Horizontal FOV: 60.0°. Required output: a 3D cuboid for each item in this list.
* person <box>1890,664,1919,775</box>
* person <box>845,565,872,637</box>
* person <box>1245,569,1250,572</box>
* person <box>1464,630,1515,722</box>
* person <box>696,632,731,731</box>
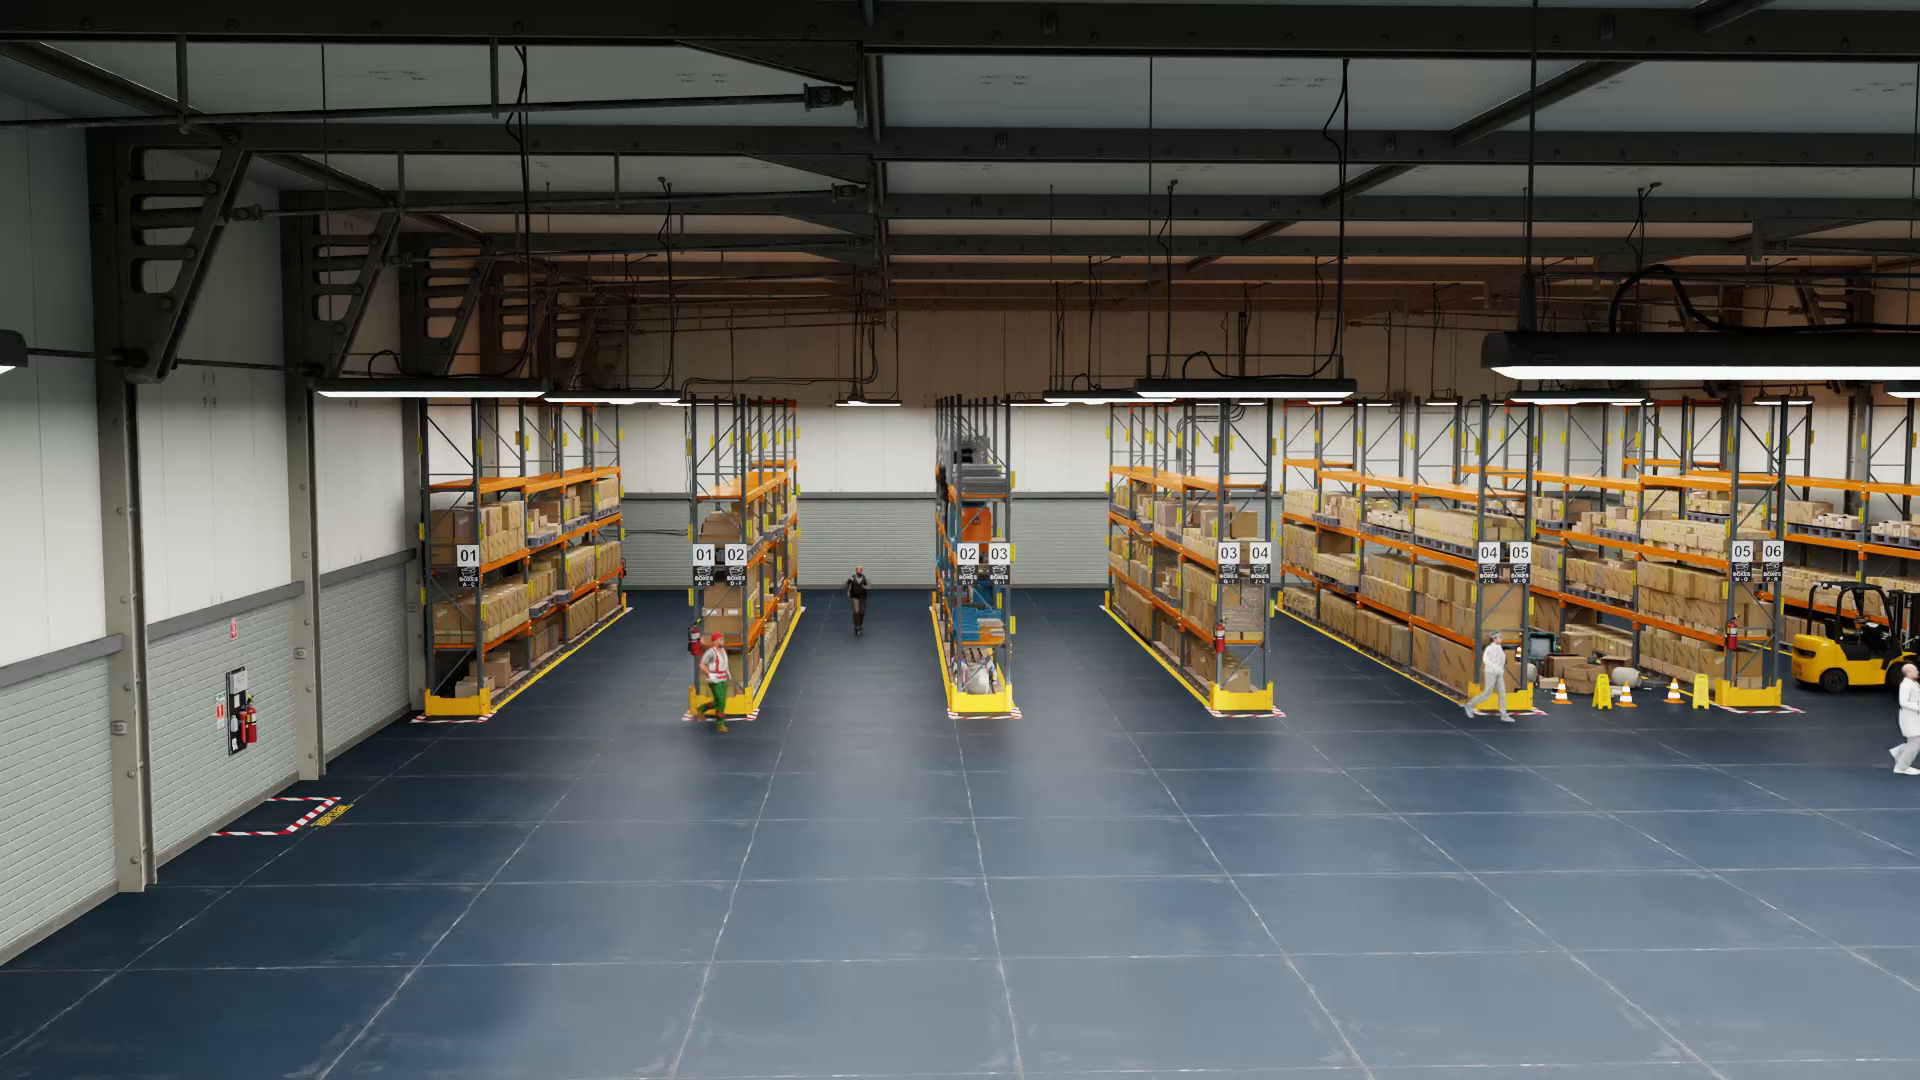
[{"bbox_3d":[14.925,2.846,26.019,0.649,1.643,0.702,4,6,40],"label":"person"},{"bbox_3d":[-2.573,1.527,42.282,0.633,1.771,0.825,-1,5,-16],"label":"person"},{"bbox_3d":[8.388,1.129,48.077,0.583,1.601,0.570,3,6,36],"label":"person"},{"bbox_3d":[9.819,2.469,30.529,0.944,1.650,0.670,4,6,43],"label":"person"},{"bbox_3d":[-4.406,2.521,29.783,0.773,1.764,0.693,2,5,27],"label":"person"}]
